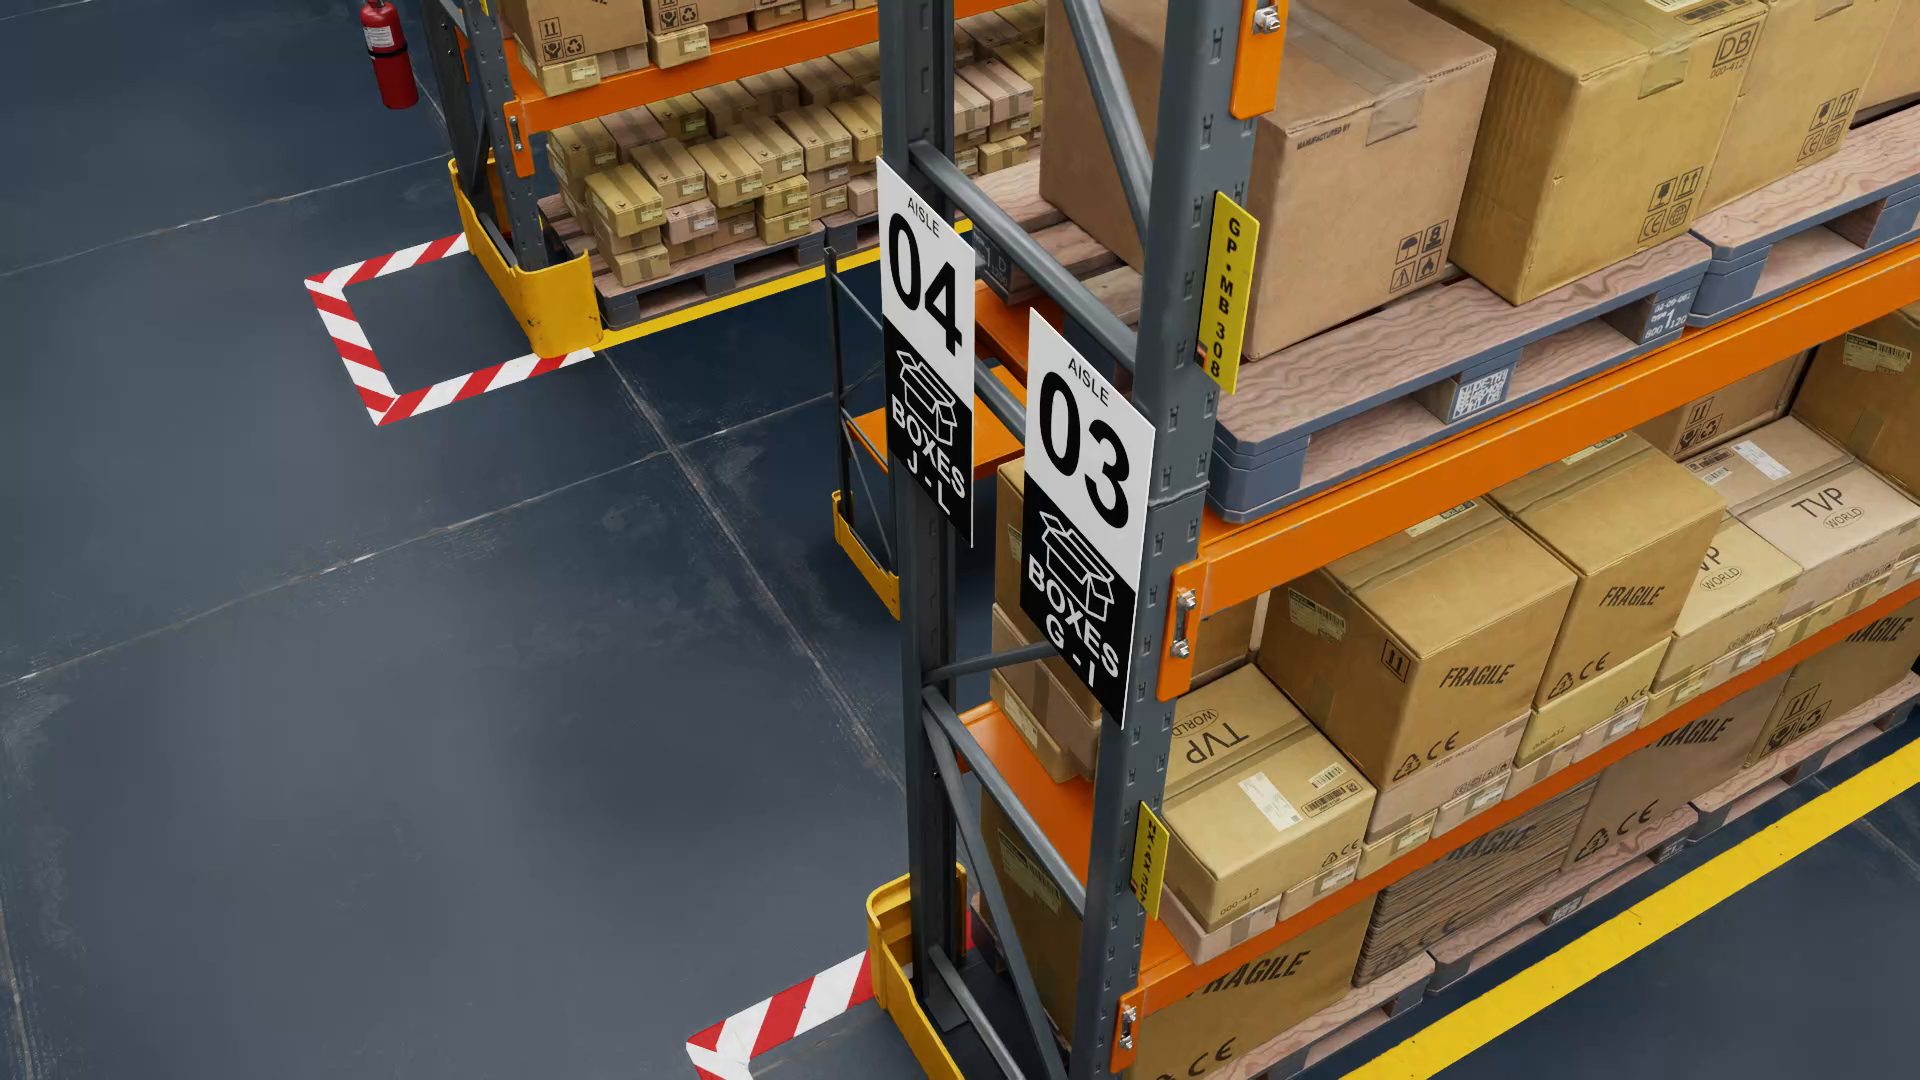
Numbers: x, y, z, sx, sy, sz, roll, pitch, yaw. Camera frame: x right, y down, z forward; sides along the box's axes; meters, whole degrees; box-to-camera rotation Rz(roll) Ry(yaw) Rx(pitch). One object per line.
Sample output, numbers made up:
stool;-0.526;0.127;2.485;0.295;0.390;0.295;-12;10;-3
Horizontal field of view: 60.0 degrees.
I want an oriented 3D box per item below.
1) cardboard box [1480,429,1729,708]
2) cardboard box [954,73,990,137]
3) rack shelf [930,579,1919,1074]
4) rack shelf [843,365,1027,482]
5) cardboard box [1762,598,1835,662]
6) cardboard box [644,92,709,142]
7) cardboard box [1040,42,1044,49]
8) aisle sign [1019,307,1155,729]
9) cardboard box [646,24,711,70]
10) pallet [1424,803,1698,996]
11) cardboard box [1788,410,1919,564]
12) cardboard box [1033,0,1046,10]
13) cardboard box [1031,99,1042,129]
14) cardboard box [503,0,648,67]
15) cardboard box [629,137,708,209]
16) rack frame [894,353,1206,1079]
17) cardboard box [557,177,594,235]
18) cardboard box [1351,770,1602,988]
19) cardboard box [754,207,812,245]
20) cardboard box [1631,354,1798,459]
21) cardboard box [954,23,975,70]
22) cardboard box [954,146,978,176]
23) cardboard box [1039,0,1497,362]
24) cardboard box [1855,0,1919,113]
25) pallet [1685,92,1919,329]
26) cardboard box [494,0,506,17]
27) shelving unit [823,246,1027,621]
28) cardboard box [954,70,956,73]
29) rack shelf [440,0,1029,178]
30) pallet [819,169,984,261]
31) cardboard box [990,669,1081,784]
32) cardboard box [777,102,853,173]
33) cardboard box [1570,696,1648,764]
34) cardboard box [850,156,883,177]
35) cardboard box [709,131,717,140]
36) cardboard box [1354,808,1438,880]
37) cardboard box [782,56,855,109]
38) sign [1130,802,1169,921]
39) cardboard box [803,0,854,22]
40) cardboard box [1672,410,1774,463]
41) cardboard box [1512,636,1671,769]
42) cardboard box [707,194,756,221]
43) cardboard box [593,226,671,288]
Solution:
cardboard box;1.571;0.022;4.358;0.500;0.500;0.500;-23;49;-22
cardboard box;-0.048;-2.277;8.690;0.250;0.149;0.380;-23;49;-22
rack shelf;1.875;0.269;5.265;4.000;0.370;1.077;-22;48;-21
rack shelf;0.074;-0.439;6.813;1.000;0.185;0.538;-22;48;-21
cardboard box;2.393;0.157;5.045;0.250;0.149;0.380;-23;48;-22
cardboard box;-1.502;-2.222;8.634;0.250;0.149;0.380;-23;49;-22
cardboard box;0.633;-2.571;8.993;0.250;0.149;0.380;-22;48;-21
aisle sign;0.228;-0.022;3.182;0.004;0.787;0.394;-22;48;-21
cardboard box;-1.339;-2.324;7.601;0.250;0.149;0.380;-23;49;-22
pallet;1.851;0.960;6.038;1.213;0.211;1.003;-22;48;-21
cardboard box;2.909;-0.243;5.171;0.500;0.250;0.500;-20;48;-20
cardboard box;0.555;-3.000;9.435;0.250;0.149;0.380;-20;47;-19
cardboard box;0.392;-2.414;9.045;0.250;0.149;0.380;-21;48;-21
cardboard box;-1.716;-2.457;7.272;0.500;0.500;0.500;-20;47;-19
cardboard box;-1.440;-1.812;8.211;0.250;0.149;0.380;-21;48;-20
rack frame;0.140;0.705;4.300;0.127;3.000;1.000;-22;48;-21
cardboard box;-1.890;-1.762;8.586;0.250;0.149;0.380;-21;48;-20
cardboard box;1.445;0.730;5.497;0.875;0.875;0.875;-22;48;-21
cardboard box;-0.955;-1.695;8.517;0.250;0.149;0.380;-21;48;-20
cardboard box;2.186;-0.644;5.045;0.500;0.500;0.500;-23;49;-22
cardboard box;-0.116;-2.740;9.167;0.250;0.149;0.380;-21;48;-20
cardboard box;-0.102;-2.090;8.925;0.250;0.149;0.380;-21;48;-20
cardboard box;0.565;-0.807;3.258;0.500;0.500;0.700;-25;49;-23
cardboard box;1.968;-1.395;3.864;0.500;0.500;0.700;-20;48;-19
pallet;1.838;-1.030;3.997;1.213;0.211;1.003;-22;48;-21
cardboard box;-1.981;-2.780;7.604;0.500;0.500;0.500;-21;48;-20
shelving unit;0.066;-0.565;6.684;1.083;1.500;0.587;-22;48;-21
cardboard box;-0.102;-2.594;9.230;0.250;0.149;0.380;-20;47;-19
rack shelf;-0.509;-2.761;8.387;4.000;0.370;1.077;-22;48;-21
pallet;-0.398;-2.032;9.122;1.213;0.211;1.003;-22;48;-21
cardboard box;0.285;0.472;4.719;0.250;0.149;0.380;-21;48;-20
cardboard box;-0.739;-2.048;8.454;0.250;0.149;0.380;-20;48;-19
cardboard box;1.726;0.423;4.770;0.250;0.149;0.380;-22;48;-21
cardboard box;-0.553;-2.078;8.699;0.250;0.149;0.380;-19;47;-19
cardboard box;-1.193;-2.128;8.750;0.250;0.149;0.380;-22;48;-21
cardboard box;1.056;0.692;4.493;0.250;0.149;0.380;-23;49;-22
cardboard box;-0.757;-2.425;8.843;0.250;0.149;0.380;-23;49;-22
sign;0.412;0.703;3.623;0.005;0.325;0.100;-22;48;-21
cardboard box;-0.707;-2.645;7.931;0.250;0.149;0.380;-23;49;-22
cardboard box;2.191;-0.379;5.310;0.500;0.250;0.500;-21;48;-20
cardboard box;1.576;0.292;4.619;0.500;0.250;0.500;-23;49;-22
cardboard box;-1.227;-1.786;8.398;0.250;0.149;0.380;-21;48;-20
cardboard box;-1.629;-1.442;8.257;0.250;0.149;0.380;-21;48;-20
